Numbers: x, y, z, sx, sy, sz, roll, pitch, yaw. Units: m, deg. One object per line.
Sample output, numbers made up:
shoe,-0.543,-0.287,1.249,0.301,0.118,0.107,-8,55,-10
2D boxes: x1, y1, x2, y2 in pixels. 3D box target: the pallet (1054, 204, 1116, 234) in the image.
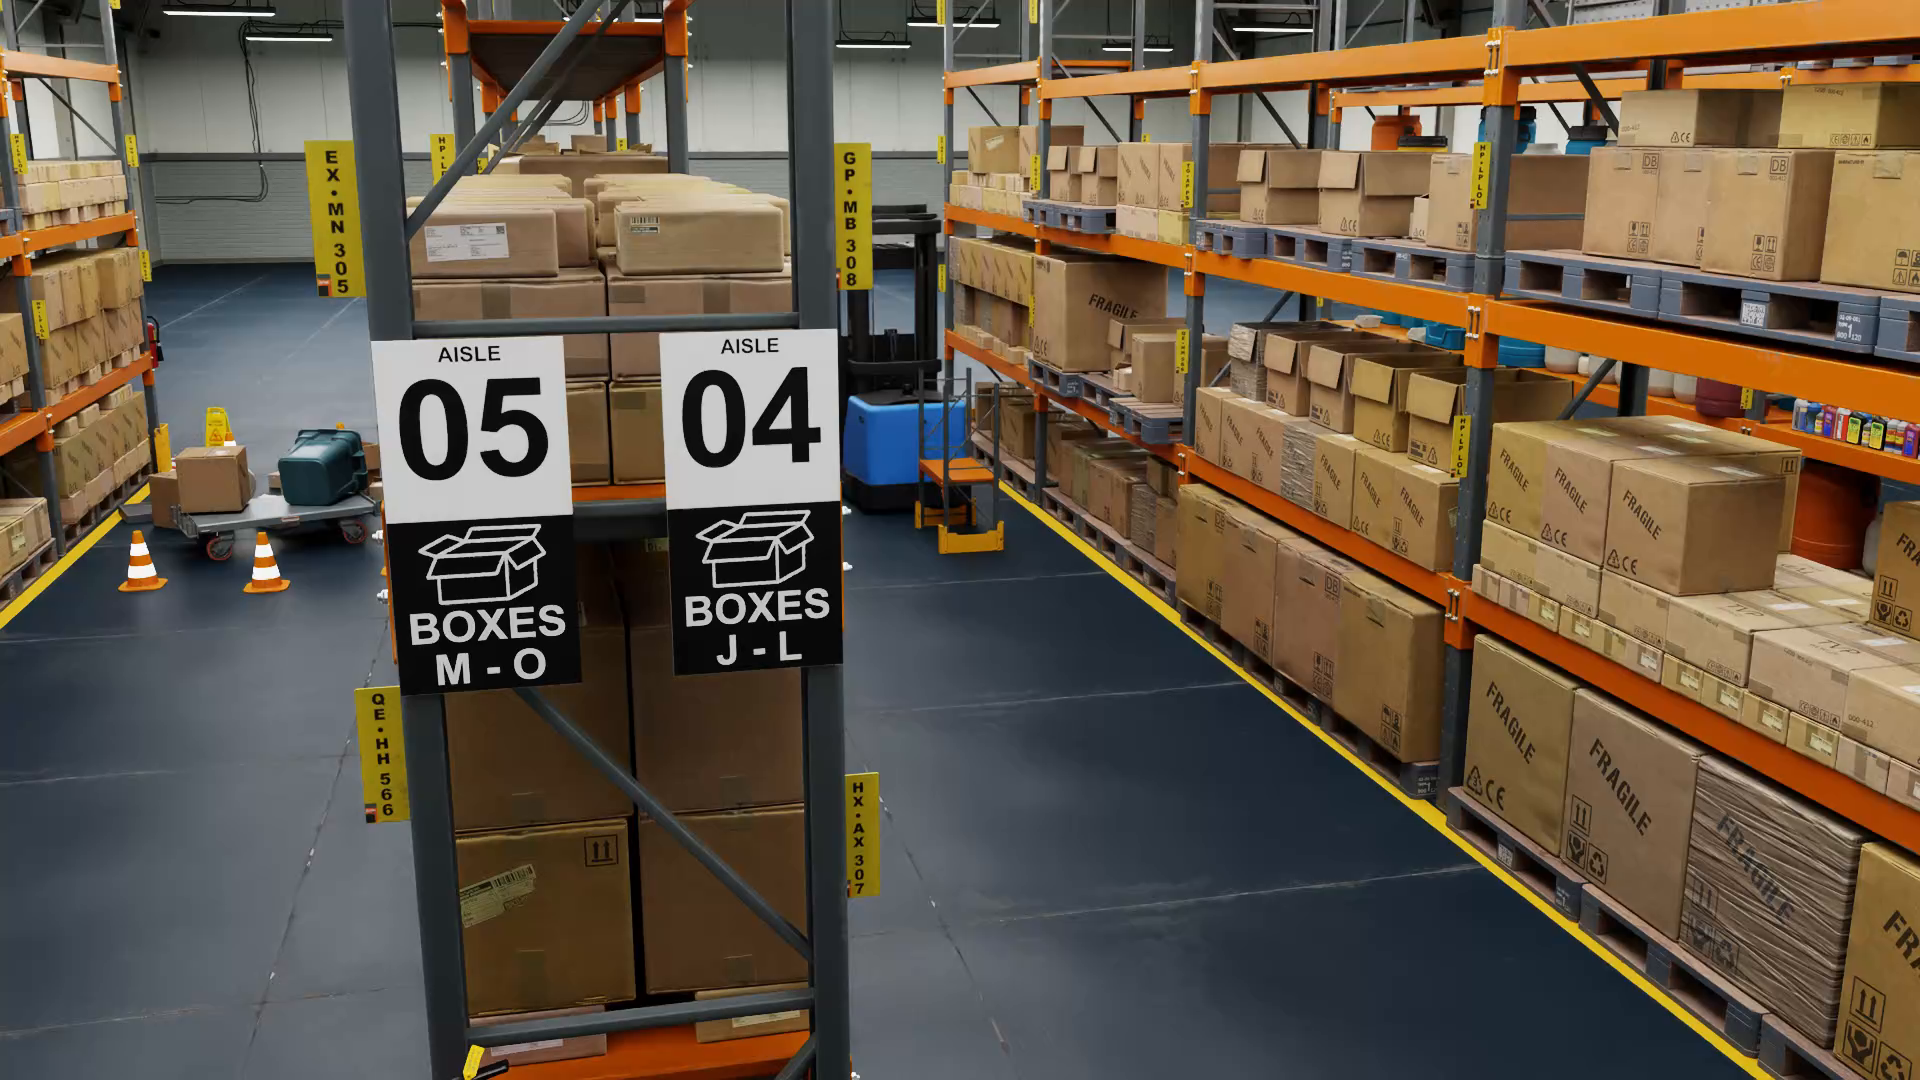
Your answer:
pallet,1.539,-2.817,14.537,1.213,0.211,1.003,-3,14,-13

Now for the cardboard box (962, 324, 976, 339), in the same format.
cardboard box,0.231,-2.443,19.460,0.380,0.149,0.250,-3,14,-13

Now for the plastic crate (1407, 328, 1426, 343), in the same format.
plastic crate,5.438,-2.347,19.094,0.530,0.136,0.437,-3,14,-13

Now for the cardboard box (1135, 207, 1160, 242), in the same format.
cardboard box,1.711,-2.510,13.200,0.500,0.250,0.500,-3,14,-13

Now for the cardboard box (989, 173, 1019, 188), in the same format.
cardboard box,0.528,-3.906,18.075,0.380,0.149,0.250,-3,14,-14

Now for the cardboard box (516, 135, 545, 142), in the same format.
cardboard box,-3.990,-3.627,15.211,0.380,0.149,0.250,-3,14,-14

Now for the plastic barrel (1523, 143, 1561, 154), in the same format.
plastic barrel,6.155,-3.941,17.619,0.421,0.512,0.421,0,14,0

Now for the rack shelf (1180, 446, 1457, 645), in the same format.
rack shelf,2.660,-0.105,10.877,1.077,0.370,4.000,-3,14,-13

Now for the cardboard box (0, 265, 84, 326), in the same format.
cardboard box,-8.373,-2.198,14.982,0.700,0.500,0.500,-3,14,-13

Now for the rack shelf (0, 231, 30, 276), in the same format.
rack shelf,-7.912,-1.933,12.037,1.077,0.370,4.000,-3,14,-13

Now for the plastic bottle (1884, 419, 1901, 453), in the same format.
plastic bottle,6.987,-0.793,12.446,0.097,0.271,0.097,0,14,0

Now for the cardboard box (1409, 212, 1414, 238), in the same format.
cardboard box,2.926,-1.884,9.967,0.380,0.149,0.250,-4,14,-15

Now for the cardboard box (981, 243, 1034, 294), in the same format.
cardboard box,0.528,-2.952,18.070,0.500,0.500,0.500,-3,14,-13

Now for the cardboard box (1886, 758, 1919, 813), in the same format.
cardboard box,3.545,0.869,5.900,0.380,0.149,0.250,-3,14,-13

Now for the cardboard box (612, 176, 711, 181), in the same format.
cardboard box,-1.206,-1.390,6.721,0.380,0.149,0.250,-3,14,-13

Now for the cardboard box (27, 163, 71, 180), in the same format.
cardboard box,-8.584,-3.454,15.596,0.380,0.149,0.250,-3,14,-12

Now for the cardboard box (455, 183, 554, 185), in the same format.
cardboard box,-1.620,-1.175,5.840,0.380,0.149,0.250,-3,14,-10

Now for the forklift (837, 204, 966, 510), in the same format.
forklift,-0.841,-2.024,17.358,1.130,2.935,3.031,-4,14,-17

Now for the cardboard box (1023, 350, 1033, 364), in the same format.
cardboard box,0.865,-1.869,17.111,0.380,0.149,0.250,-3,14,-13

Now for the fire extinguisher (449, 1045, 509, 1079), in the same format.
fire extinguisher,-1.165,1.485,3.800,0.296,0.674,0.183,-3,14,-13

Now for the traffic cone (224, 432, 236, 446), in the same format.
traffic cone,-7.966,-0.950,18.162,0.336,0.463,0.334,-3,14,-13

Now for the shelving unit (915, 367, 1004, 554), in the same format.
shelving unit,-0.018,-0.746,15.144,0.587,1.500,1.083,-3,14,-13

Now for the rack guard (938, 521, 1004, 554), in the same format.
rack guard,0.099,-0.024,14.822,0.587,0.250,0.087,-3,14,-13

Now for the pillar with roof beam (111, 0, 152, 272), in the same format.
pillar with roof beam,-17.719,-11.796,44.572,9.100,9.000,0.548,-3,14,-13

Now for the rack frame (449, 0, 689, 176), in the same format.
rack frame,-1.715,-2.655,7.155,1.000,3.000,0.127,-3,14,-13

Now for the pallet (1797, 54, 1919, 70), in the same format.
pallet,7.144,-3.652,12.480,1.213,0.211,1.003,-3,14,-13

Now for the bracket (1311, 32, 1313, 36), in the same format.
bracket,9.682,-13.752,44.994,0.235,0.232,0.430,-3,14,-13

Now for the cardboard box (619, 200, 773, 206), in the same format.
cardboard box,-0.673,-0.786,4.247,0.380,0.149,0.250,-3,14,-11

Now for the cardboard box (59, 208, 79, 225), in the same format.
cardboard box,-8.434,-3.010,15.457,0.380,0.149,0.250,-4,14,-14

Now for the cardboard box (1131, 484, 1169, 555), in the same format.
cardboard box,1.871,-0.196,14.073,0.700,0.500,0.500,-5,14,-18

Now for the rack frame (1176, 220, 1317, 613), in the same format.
rack frame,2.190,-0.916,12.680,1.000,3.000,0.127,-3,14,-13

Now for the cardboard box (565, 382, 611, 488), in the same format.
cardboard box,-1.140,-0.292,4.121,0.500,0.250,0.500,-4,14,-14

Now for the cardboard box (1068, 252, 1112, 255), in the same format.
cardboard box,1.392,-2.636,16.774,0.500,0.500,0.500,-3,14,-13

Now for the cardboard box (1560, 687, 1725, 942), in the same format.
cardboard box,3.418,1.199,7.614,0.875,0.875,0.875,-3,14,-13

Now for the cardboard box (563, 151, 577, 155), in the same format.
cardboard box,-3.437,-3.496,15.511,0.500,0.250,0.500,-3,14,-13

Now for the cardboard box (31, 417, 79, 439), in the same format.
cardboard box,-8.229,-1.018,15.057,0.380,0.149,0.250,-3,14,-12

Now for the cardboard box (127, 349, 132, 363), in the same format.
cardboard box,-8.819,-1.900,17.238,0.380,0.149,0.250,-4,14,-14

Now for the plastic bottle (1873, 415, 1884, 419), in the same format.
plastic bottle,7.514,-1.066,13.539,0.061,0.283,0.133,-3,14,-13

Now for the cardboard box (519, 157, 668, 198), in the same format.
cardboard box,-1.697,-1.544,7.832,0.700,0.500,0.500,-3,14,-13

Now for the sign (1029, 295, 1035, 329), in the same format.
sign,0.725,-2.228,16.223,0.100,0.325,0.005,-3,14,-13

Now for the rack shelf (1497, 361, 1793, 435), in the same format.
rack shelf,6.535,-1.304,15.784,1.077,0.370,4.000,-3,14,-13

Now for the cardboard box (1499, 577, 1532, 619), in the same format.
cardboard box,2.938,0.276,8.329,0.380,0.149,0.250,-4,14,-15

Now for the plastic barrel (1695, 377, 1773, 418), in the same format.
plastic barrel,6.601,-1.349,14.163,0.600,0.536,0.708,-3,14,-13

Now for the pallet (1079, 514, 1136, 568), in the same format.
pallet,1.725,-0.023,14.899,1.003,0.211,1.213,-3,14,-13

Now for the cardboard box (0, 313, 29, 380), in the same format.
cardboard box,-8.050,-1.590,13.715,0.500,0.500,0.500,-4,14,-14

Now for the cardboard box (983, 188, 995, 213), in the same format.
cardboard box,0.540,-3.668,17.937,0.500,0.250,0.500,-3,14,-12

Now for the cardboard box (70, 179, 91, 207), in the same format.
cardboard box,-8.575,-3.283,15.737,0.500,0.250,0.500,-3,14,-13

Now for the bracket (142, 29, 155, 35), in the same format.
bracket,-22.074,-13.831,45.316,0.076,0.066,3.189,-3,14,-13

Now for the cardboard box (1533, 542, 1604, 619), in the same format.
cardboard box,3.097,0.173,7.911,0.500,0.250,0.500,-3,14,-13

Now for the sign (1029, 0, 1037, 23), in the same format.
sign,0.856,-6.233,19.500,0.100,0.325,0.005,-3,14,-13

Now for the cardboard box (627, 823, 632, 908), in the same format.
cardboard box,-1.247,0.781,4.896,0.500,0.500,0.500,-4,14,-14

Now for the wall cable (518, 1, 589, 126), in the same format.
wall cable,-12.078,-14.487,48.421,2.305,6.003,0.169,-3,14,-13

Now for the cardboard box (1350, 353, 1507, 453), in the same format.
cardboard box,2.822,-0.835,10.024,0.797,0.503,0.637,-3,14,-13

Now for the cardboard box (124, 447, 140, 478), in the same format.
cardboard box,-8.756,-0.786,17.057,0.500,0.250,0.500,-3,14,-13

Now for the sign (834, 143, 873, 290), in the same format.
sign,-0.248,-0.730,3.754,0.100,0.325,0.005,-3,14,-13

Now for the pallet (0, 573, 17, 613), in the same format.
pallet,-7.908,0.530,12.638,1.003,0.211,1.213,-3,14,-13
